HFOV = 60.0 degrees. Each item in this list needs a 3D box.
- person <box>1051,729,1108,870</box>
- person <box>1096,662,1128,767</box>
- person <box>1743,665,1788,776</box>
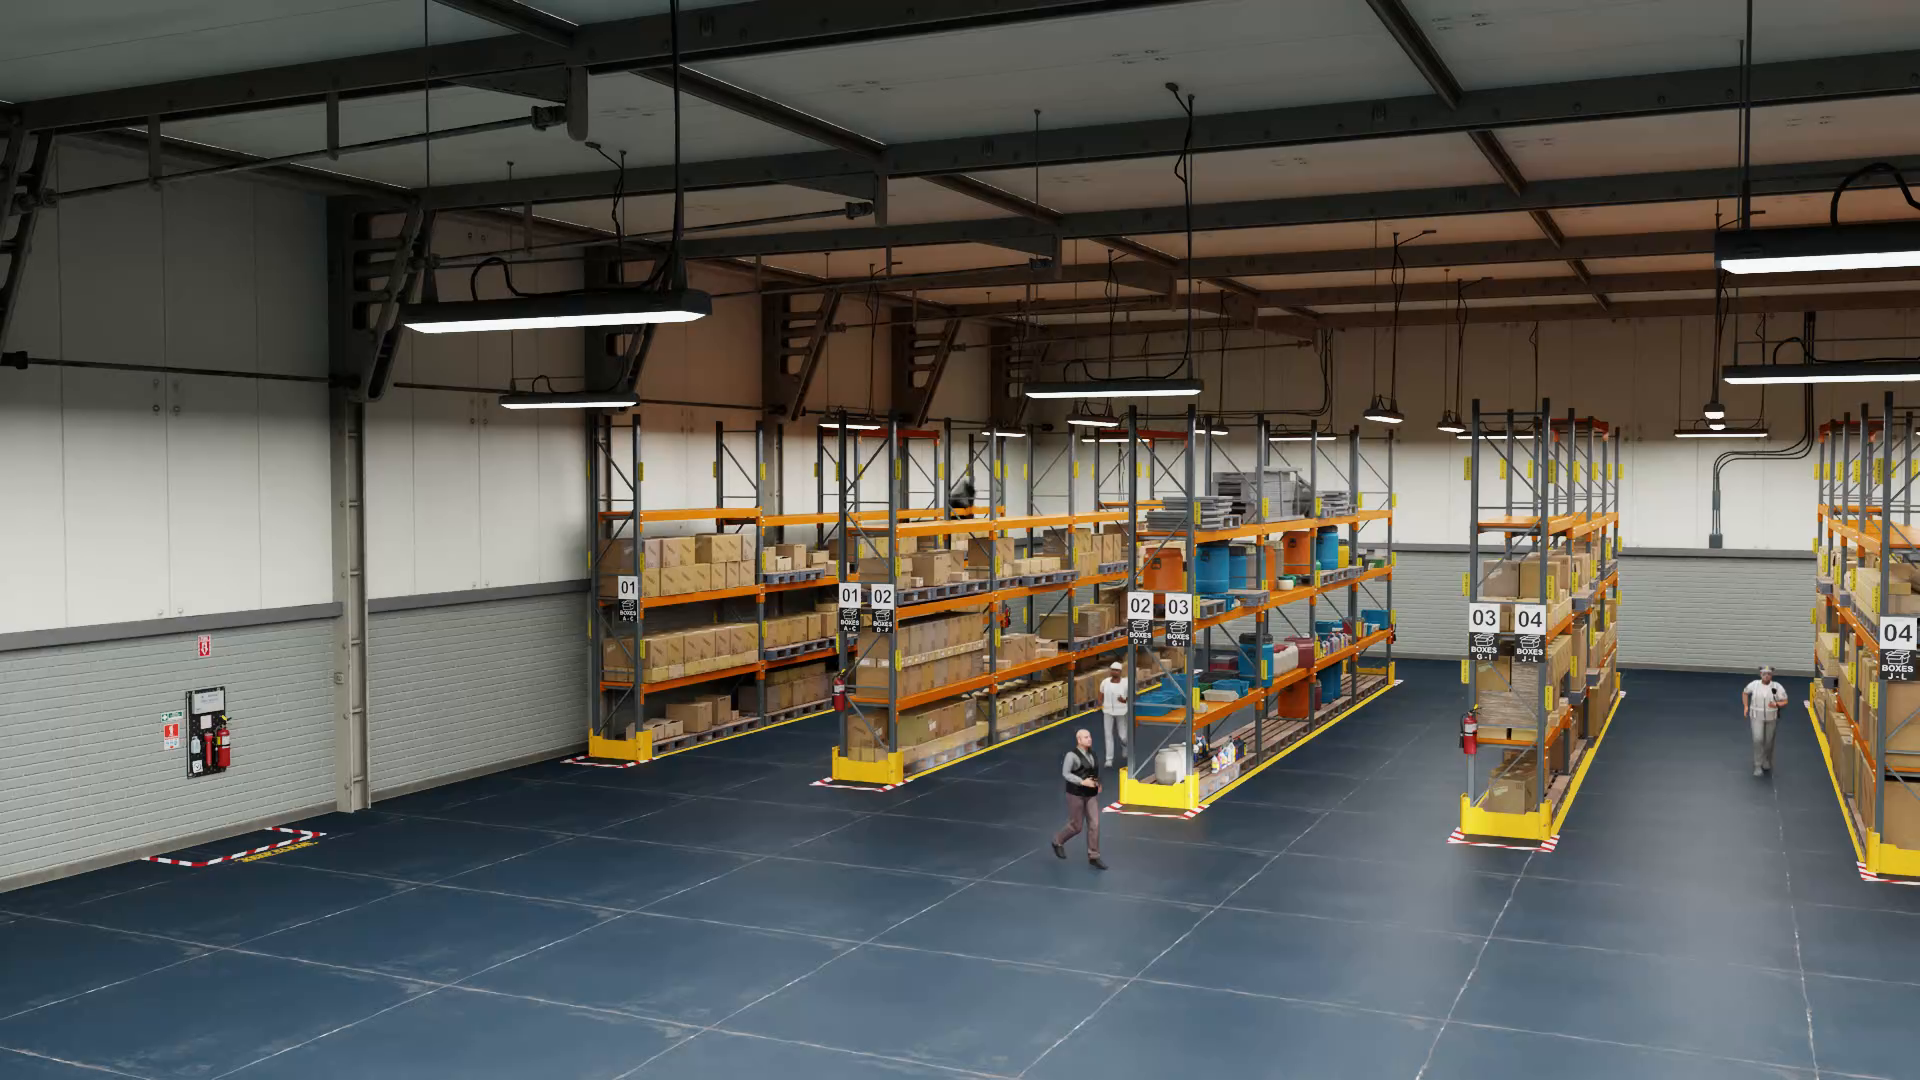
[{"bbox_3d":[1.540,3.270,21.145,0.681,1.739,0.847,-2,3,-41],"label":"person"},{"bbox_3d":[2.647,2.947,28.278,0.710,1.747,0.963,1,2,19],"label":"person"},{"bbox_3d":[13.354,2.961,27.577,0.665,1.797,0.899,1,3,22],"label":"person"}]
